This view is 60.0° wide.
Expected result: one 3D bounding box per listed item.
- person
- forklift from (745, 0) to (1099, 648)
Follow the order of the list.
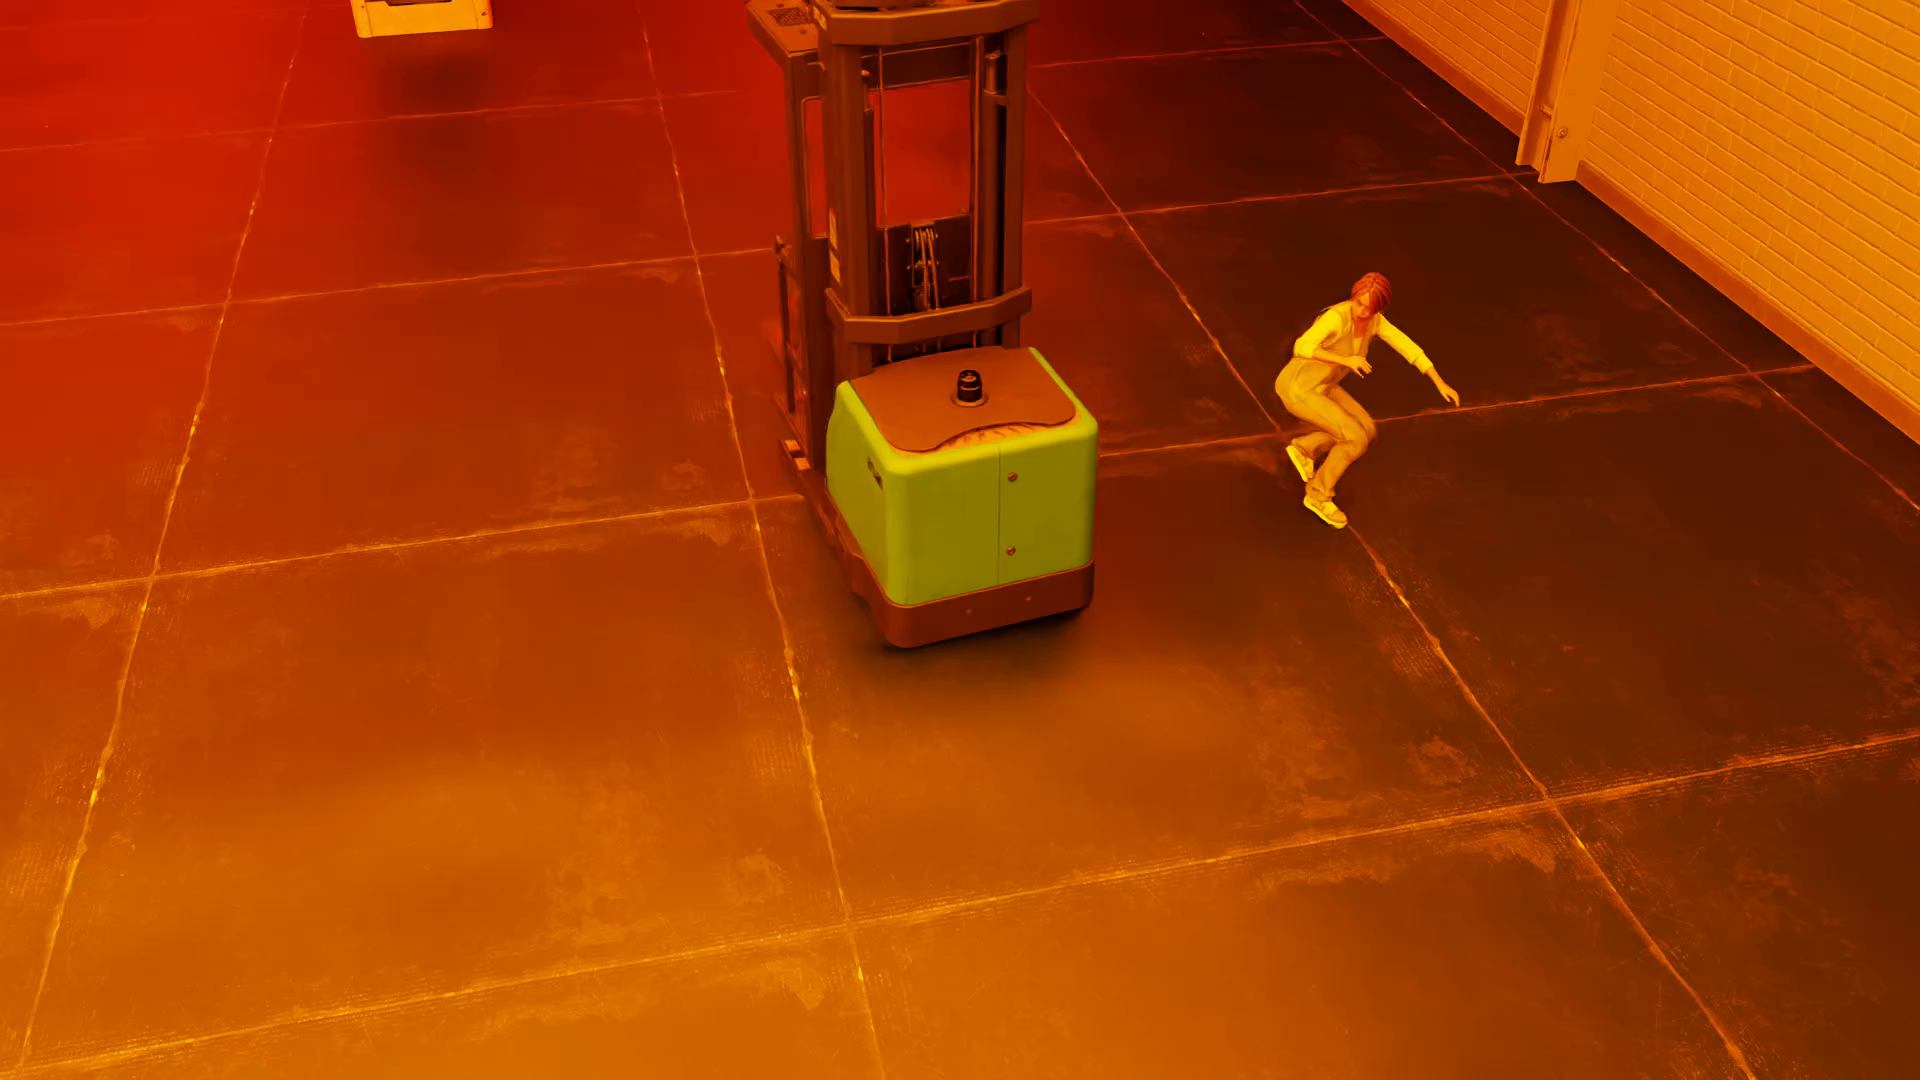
[{"bbox_3d":[2.007,-0.701,8.400,0.882,1.331,0.680,24,42,29],"label":"person"},{"bbox_3d":[-0.348,-1.547,8.200,1.130,2.935,3.031,-12,38,-16],"label":"forklift"}]
